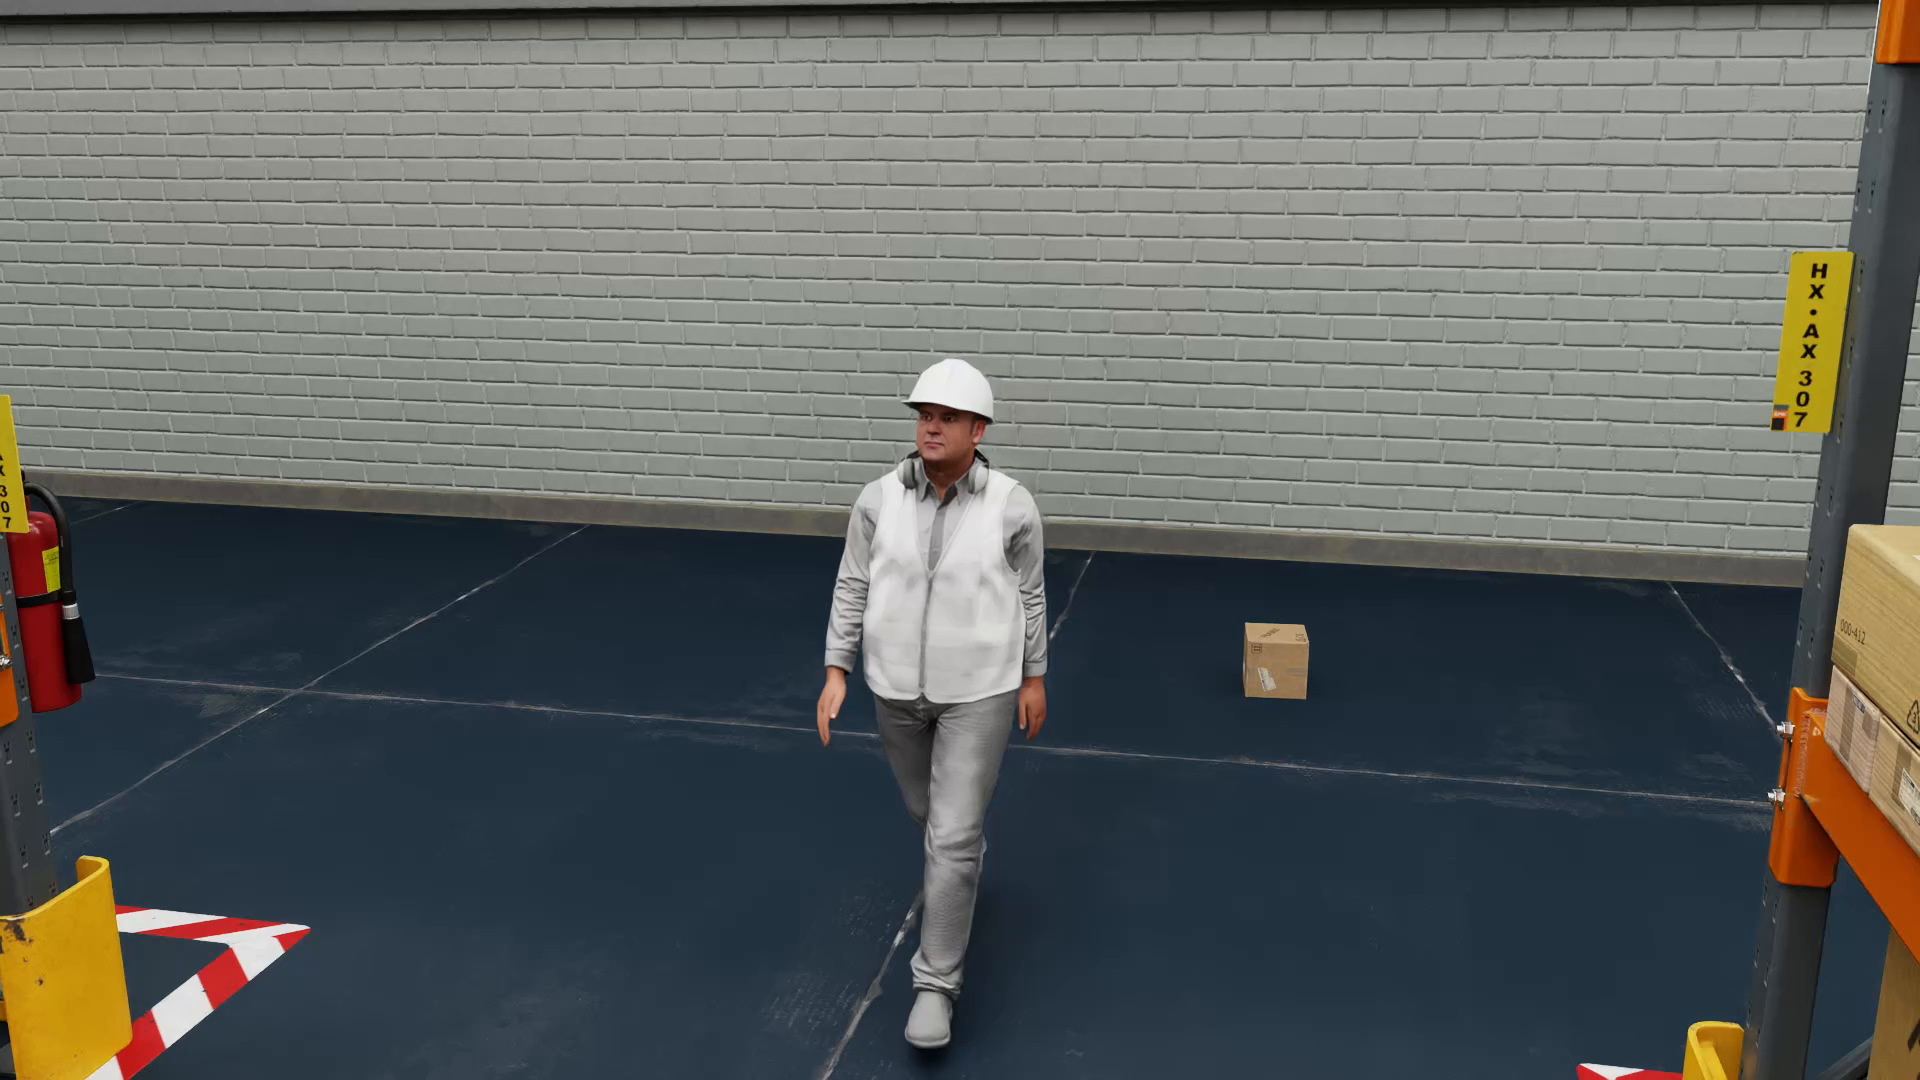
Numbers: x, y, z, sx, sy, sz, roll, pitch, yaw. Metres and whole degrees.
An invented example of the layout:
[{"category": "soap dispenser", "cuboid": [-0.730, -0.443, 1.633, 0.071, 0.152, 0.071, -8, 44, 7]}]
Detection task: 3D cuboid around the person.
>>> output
[{"category": "person", "cuboid": [-0.073, 0.378, 4.517, 0.564, 1.731, 1.022, 5, 15, 17]}]
